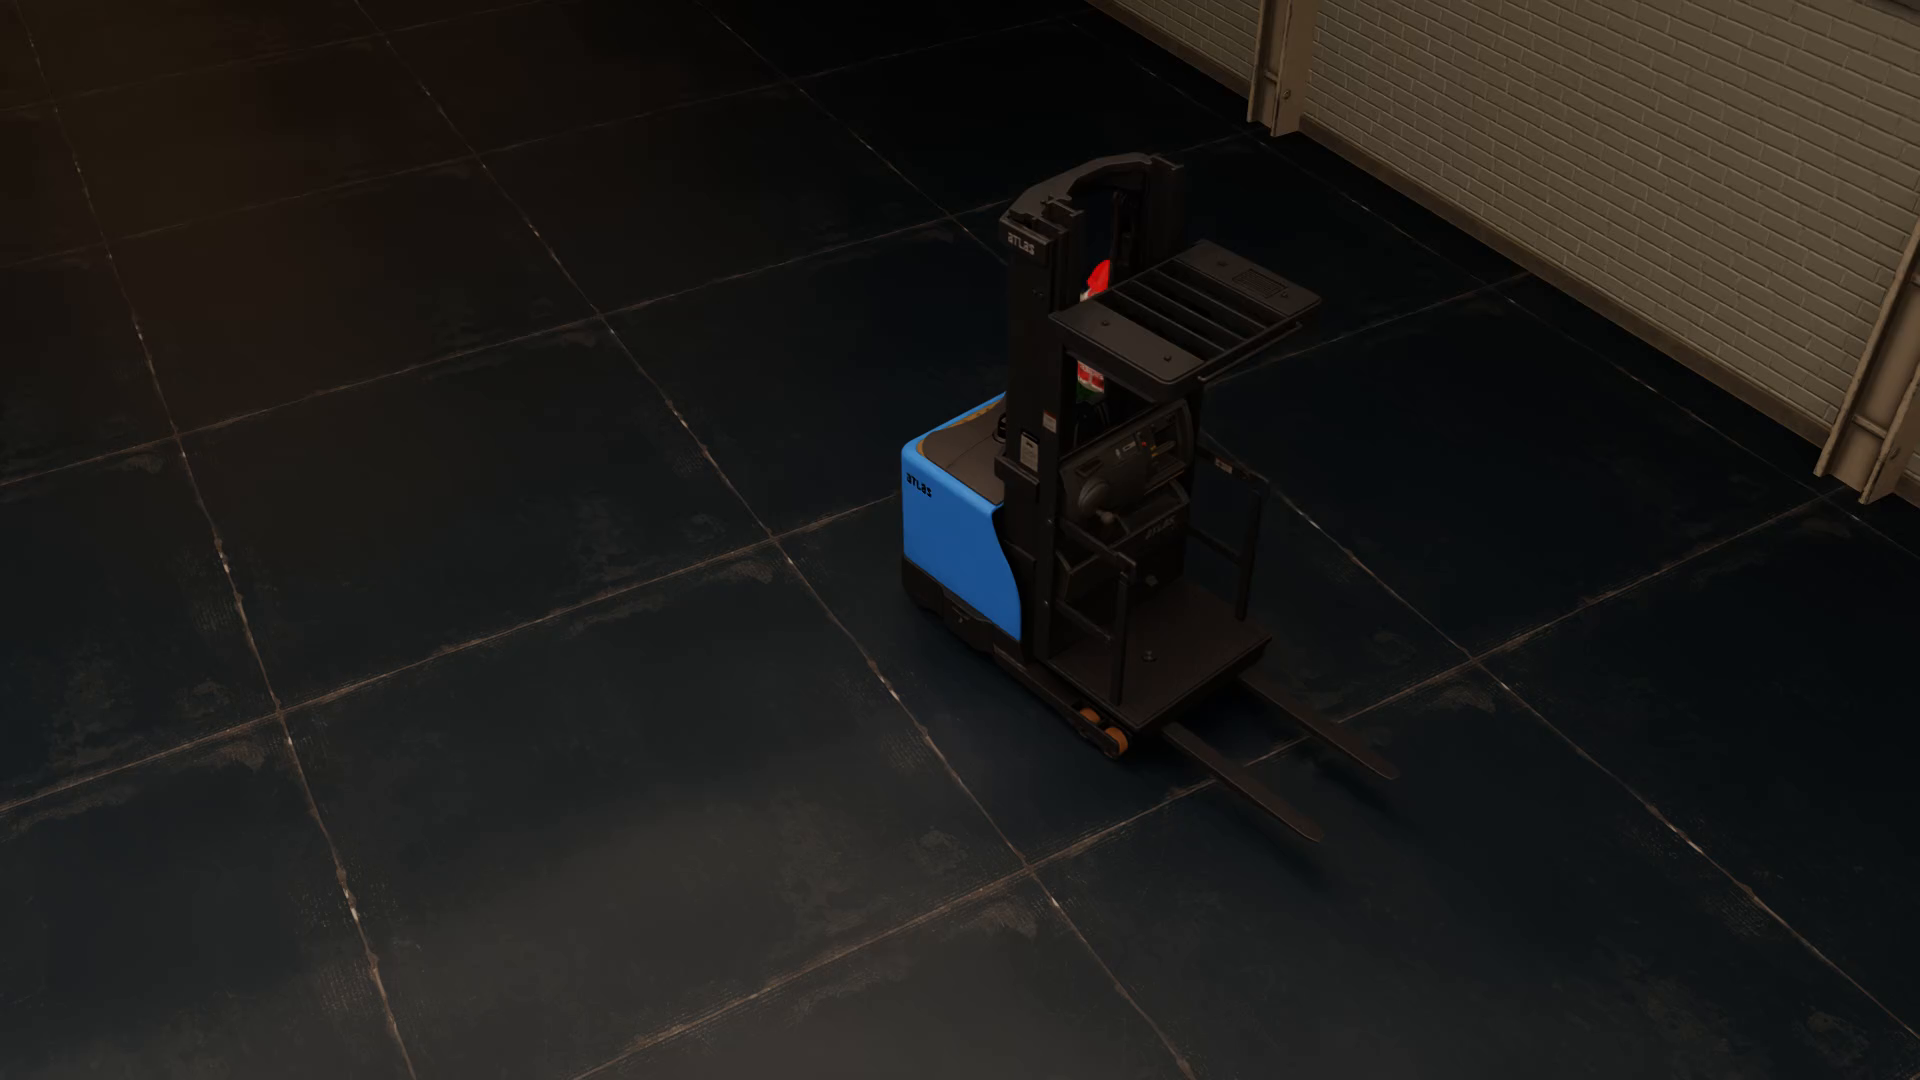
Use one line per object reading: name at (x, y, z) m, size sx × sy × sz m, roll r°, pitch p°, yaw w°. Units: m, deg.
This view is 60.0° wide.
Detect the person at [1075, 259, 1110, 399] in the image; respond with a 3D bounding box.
person at (0.865, -0.932, 10.088) m, size 0.813 × 1.757 × 0.398 m, roll 32°, pitch 49°, yaw 33°

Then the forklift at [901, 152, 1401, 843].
forklift at (1.008, -0.331, 8.435) m, size 1.130 × 2.935 × 3.031 m, roll -30°, pitch 48°, yaw -31°
